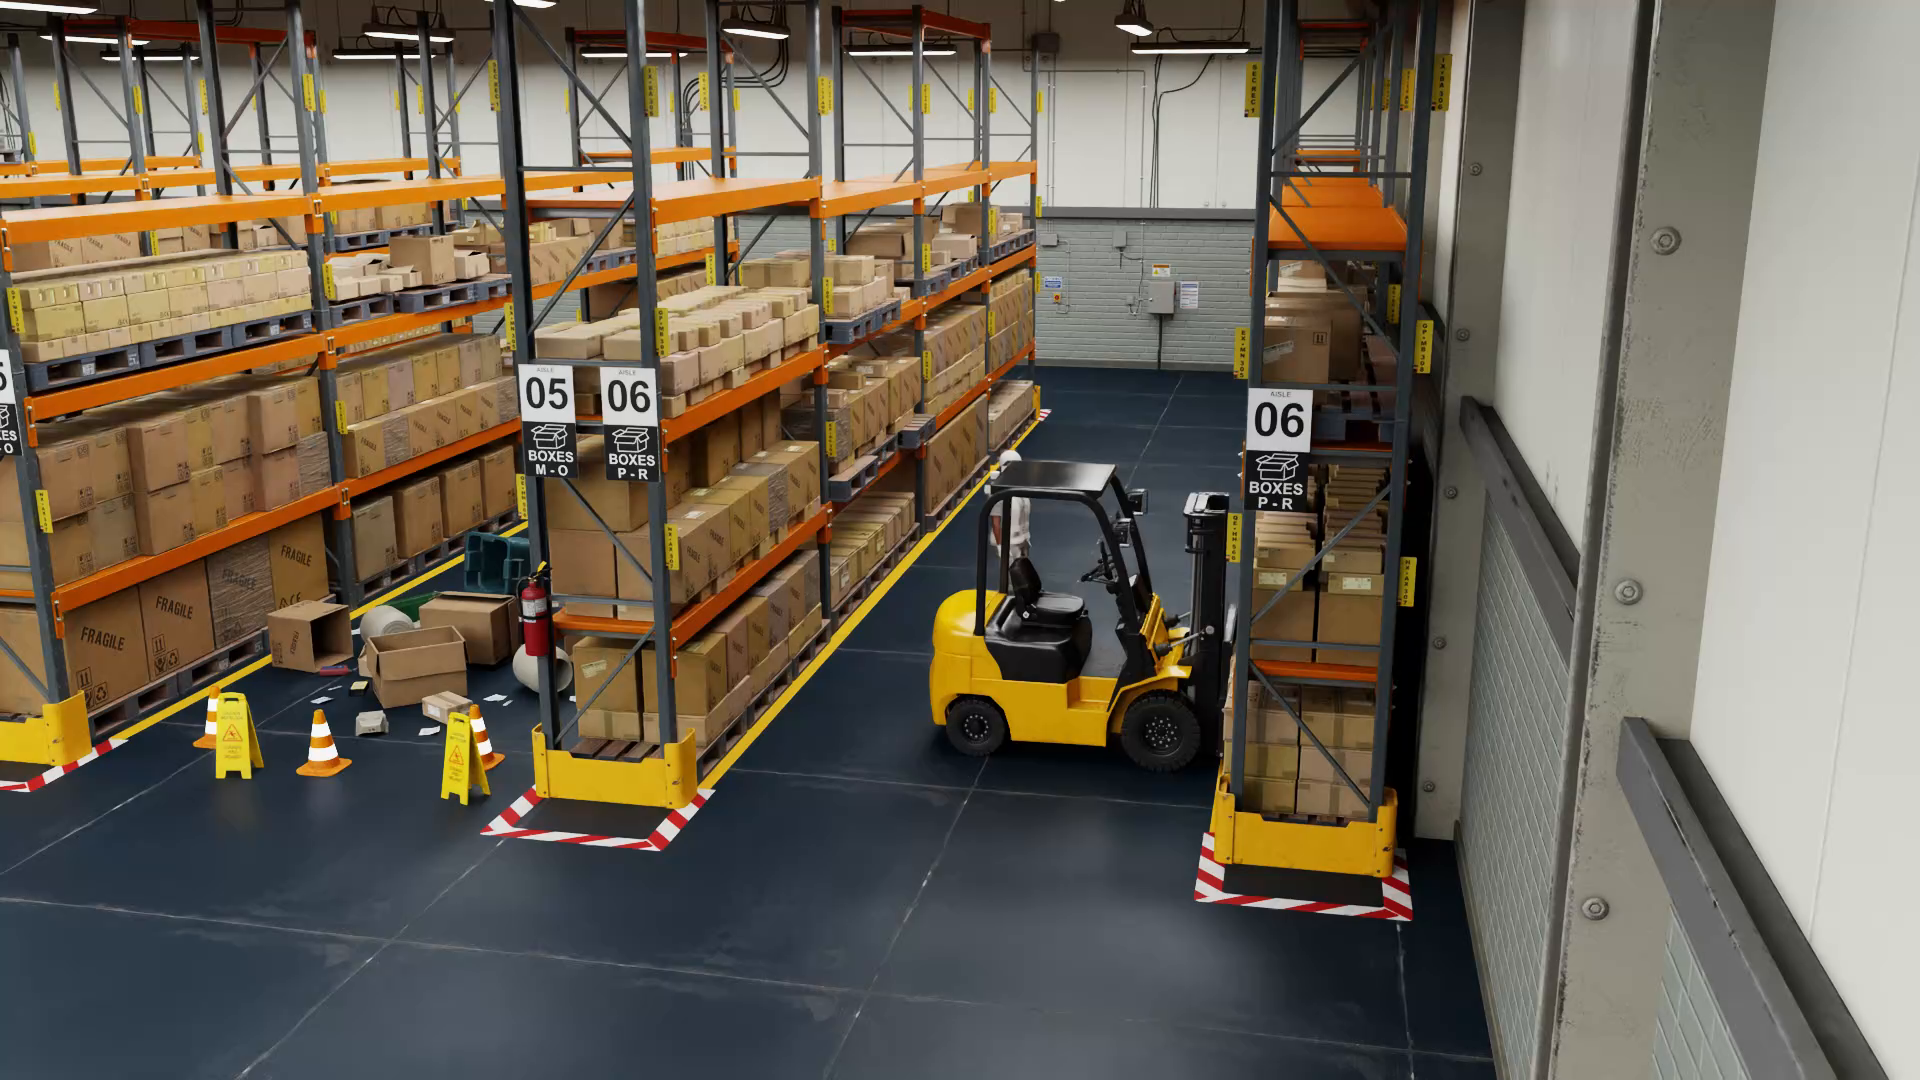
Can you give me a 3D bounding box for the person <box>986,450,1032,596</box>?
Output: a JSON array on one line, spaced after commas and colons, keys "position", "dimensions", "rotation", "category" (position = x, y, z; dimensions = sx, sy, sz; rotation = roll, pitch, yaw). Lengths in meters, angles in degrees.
[{"position": [0.496, 0.046, 15.800], "dimensions": [0.396, 1.814, 0.566], "rotation": [7, 16, 26], "category": "person"}]
